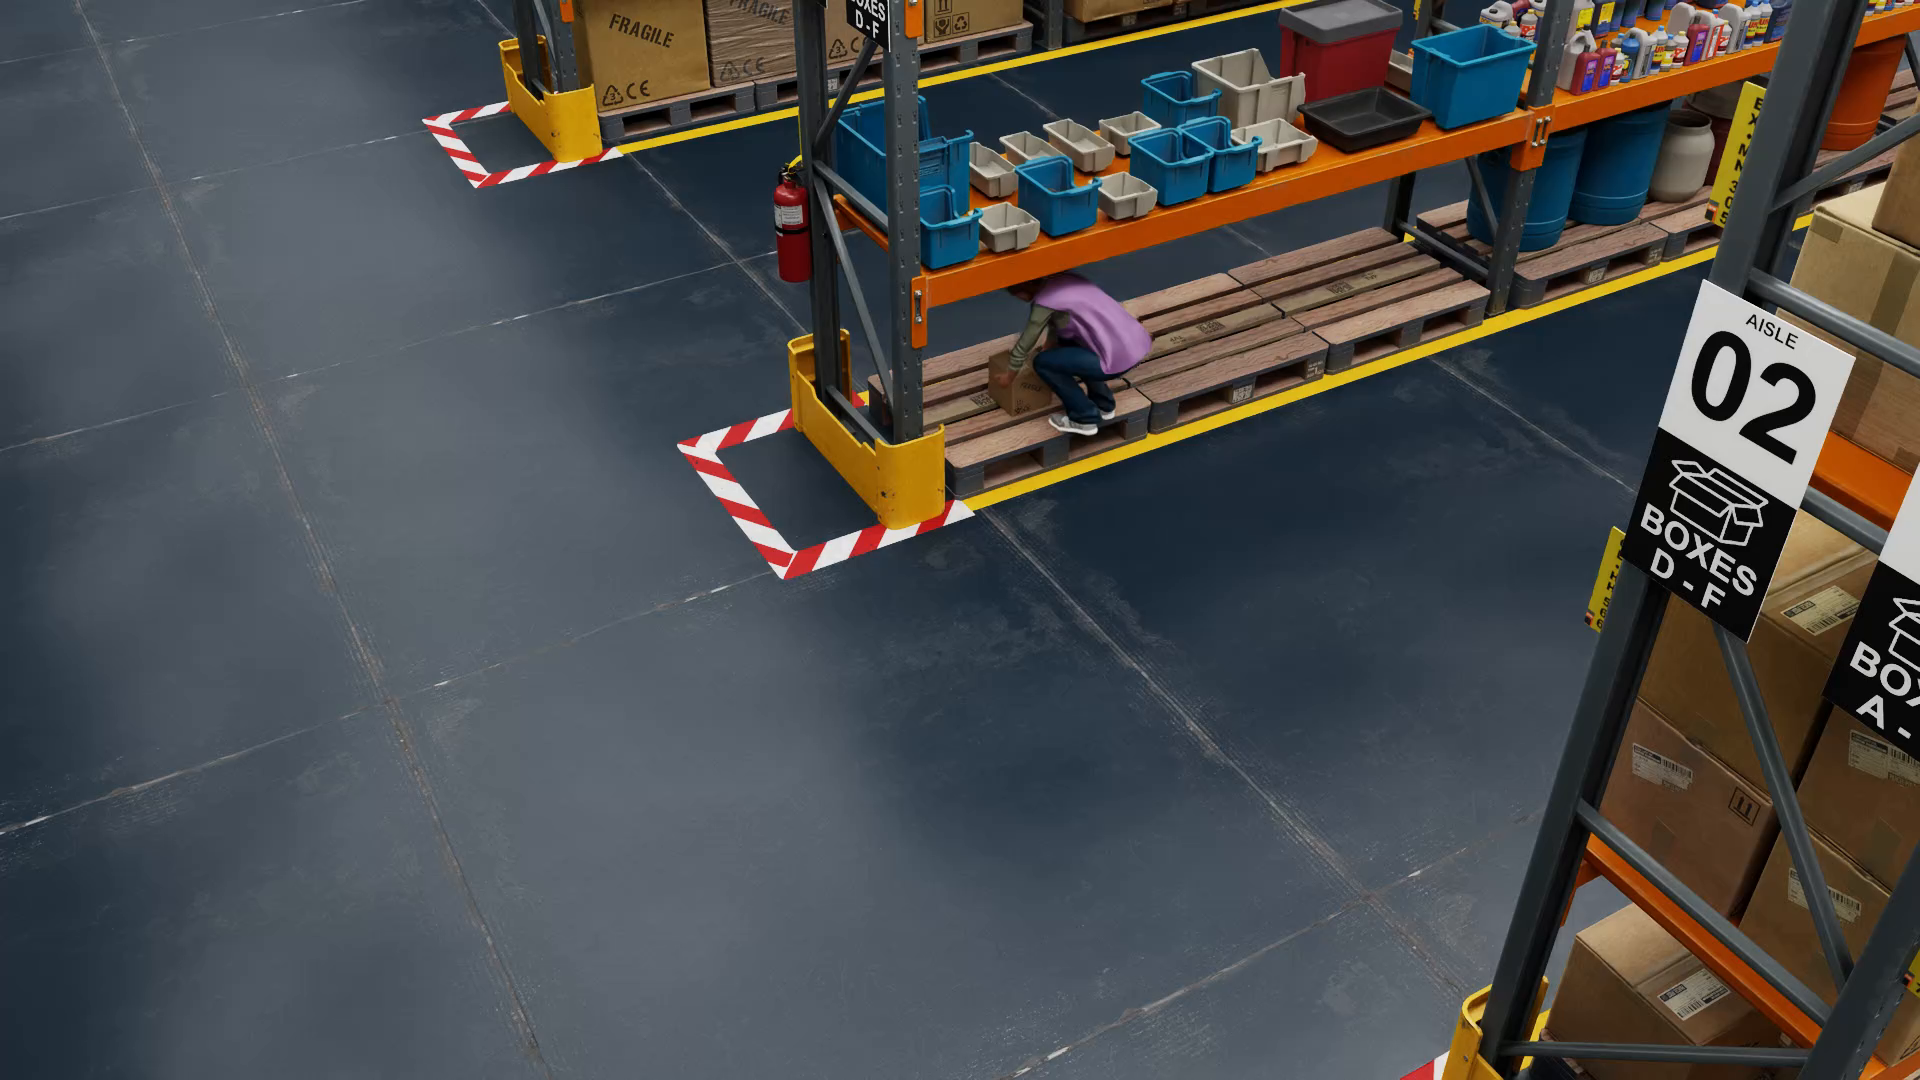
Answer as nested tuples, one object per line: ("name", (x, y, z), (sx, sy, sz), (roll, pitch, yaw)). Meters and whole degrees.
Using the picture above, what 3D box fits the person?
("person", (0.578, -0.978, 8.473), (0.792, 0.871, 0.442), (21, 42, 25))
